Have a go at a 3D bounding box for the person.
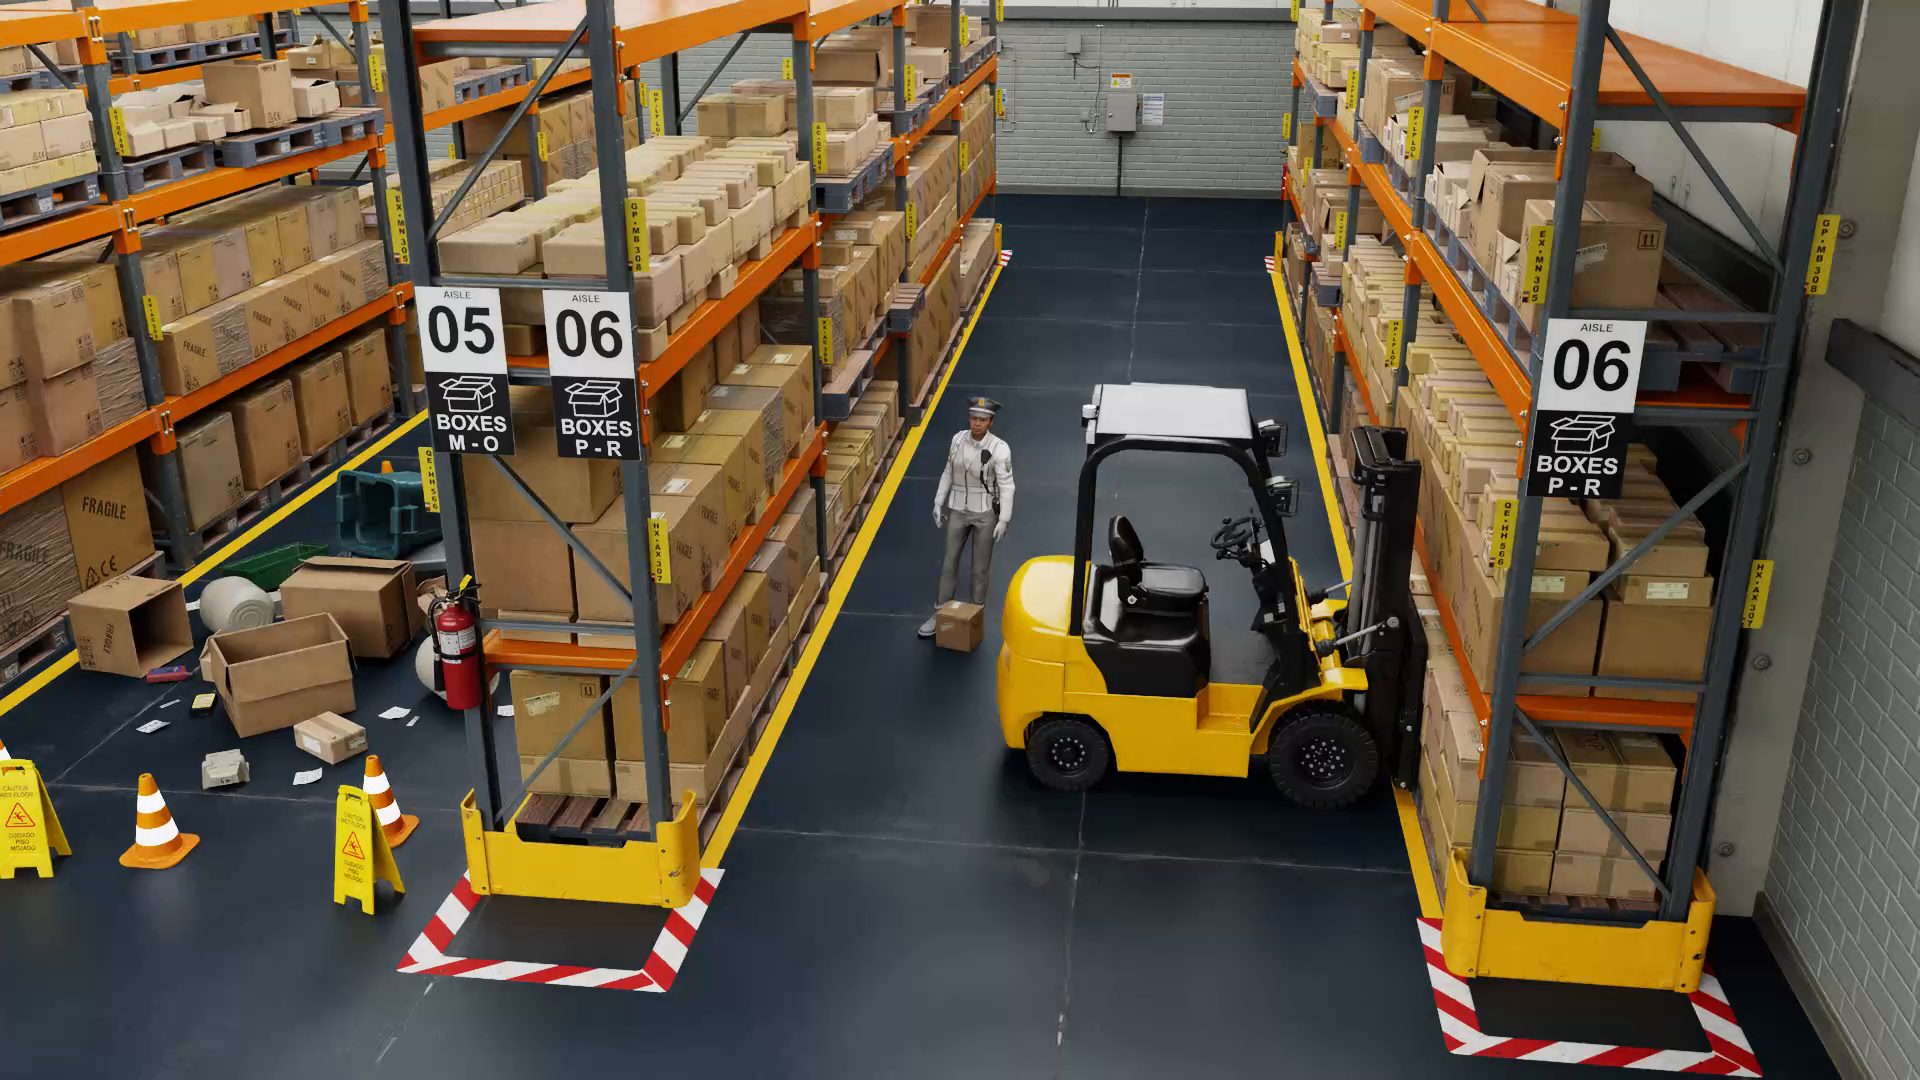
[{"bbox_3d":[0.063,-0.158,11.418,0.588,1.697,0.533,10,23,24],"label":"person"}]
